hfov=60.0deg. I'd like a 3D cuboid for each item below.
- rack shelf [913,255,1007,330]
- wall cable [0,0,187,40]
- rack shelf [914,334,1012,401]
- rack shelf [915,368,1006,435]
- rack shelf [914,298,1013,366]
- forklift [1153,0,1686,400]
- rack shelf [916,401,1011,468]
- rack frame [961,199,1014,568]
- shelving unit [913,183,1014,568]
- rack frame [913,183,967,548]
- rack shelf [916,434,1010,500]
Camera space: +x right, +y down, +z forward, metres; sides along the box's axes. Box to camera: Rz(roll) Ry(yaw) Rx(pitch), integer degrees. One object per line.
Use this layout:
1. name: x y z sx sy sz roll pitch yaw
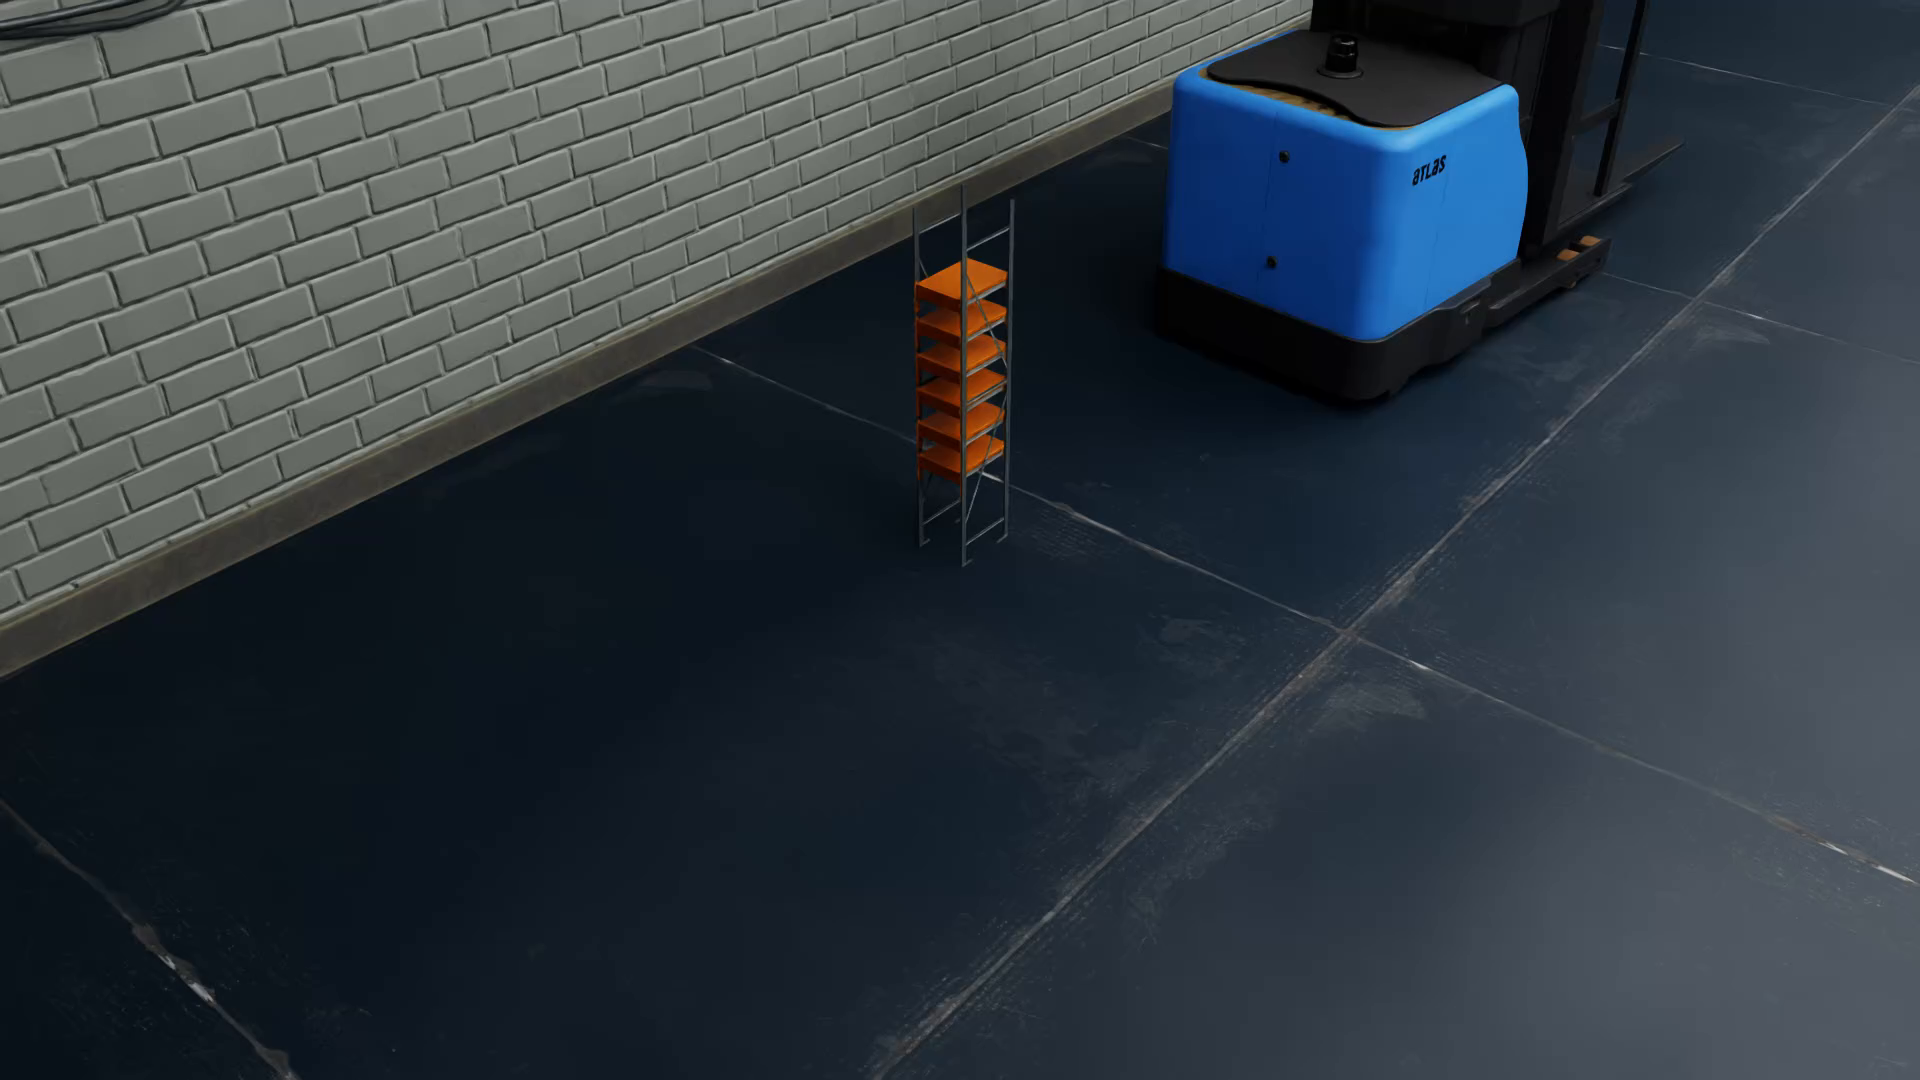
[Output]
1. rack shelf: 0.011 -0.749 5.023 0.180 0.103 0.258 25 42 32
2. wall cable: -2.978 -1.924 3.144 0.112 2.526 3.097 25 42 32
3. rack shelf: 0.011 -0.552 5.158 0.180 0.103 0.258 25 42 32
4. rack shelf: 0.011 -0.453 5.226 0.180 0.103 0.258 25 42 32
5. rack shelf: 0.011 -0.651 5.091 0.180 0.103 0.258 25 42 32
6. forklift: 2.173 -2.464 6.547 1.130 2.935 3.031 29 44 35
7. rack shelf: 0.011 -0.354 5.294 0.180 0.103 0.258 25 42 32
8. rack frame: 0.081 -0.456 5.153 0.006 1.200 0.240 25 42 32
9. shelving unit: 0.011 -0.489 5.201 0.189 1.200 0.258 25 42 32
10. rack frame: -0.059 -0.523 5.250 0.006 1.200 0.240 25 42 32
11. rack shelf: 0.011 -0.255 5.362 0.180 0.103 0.258 25 42 32
